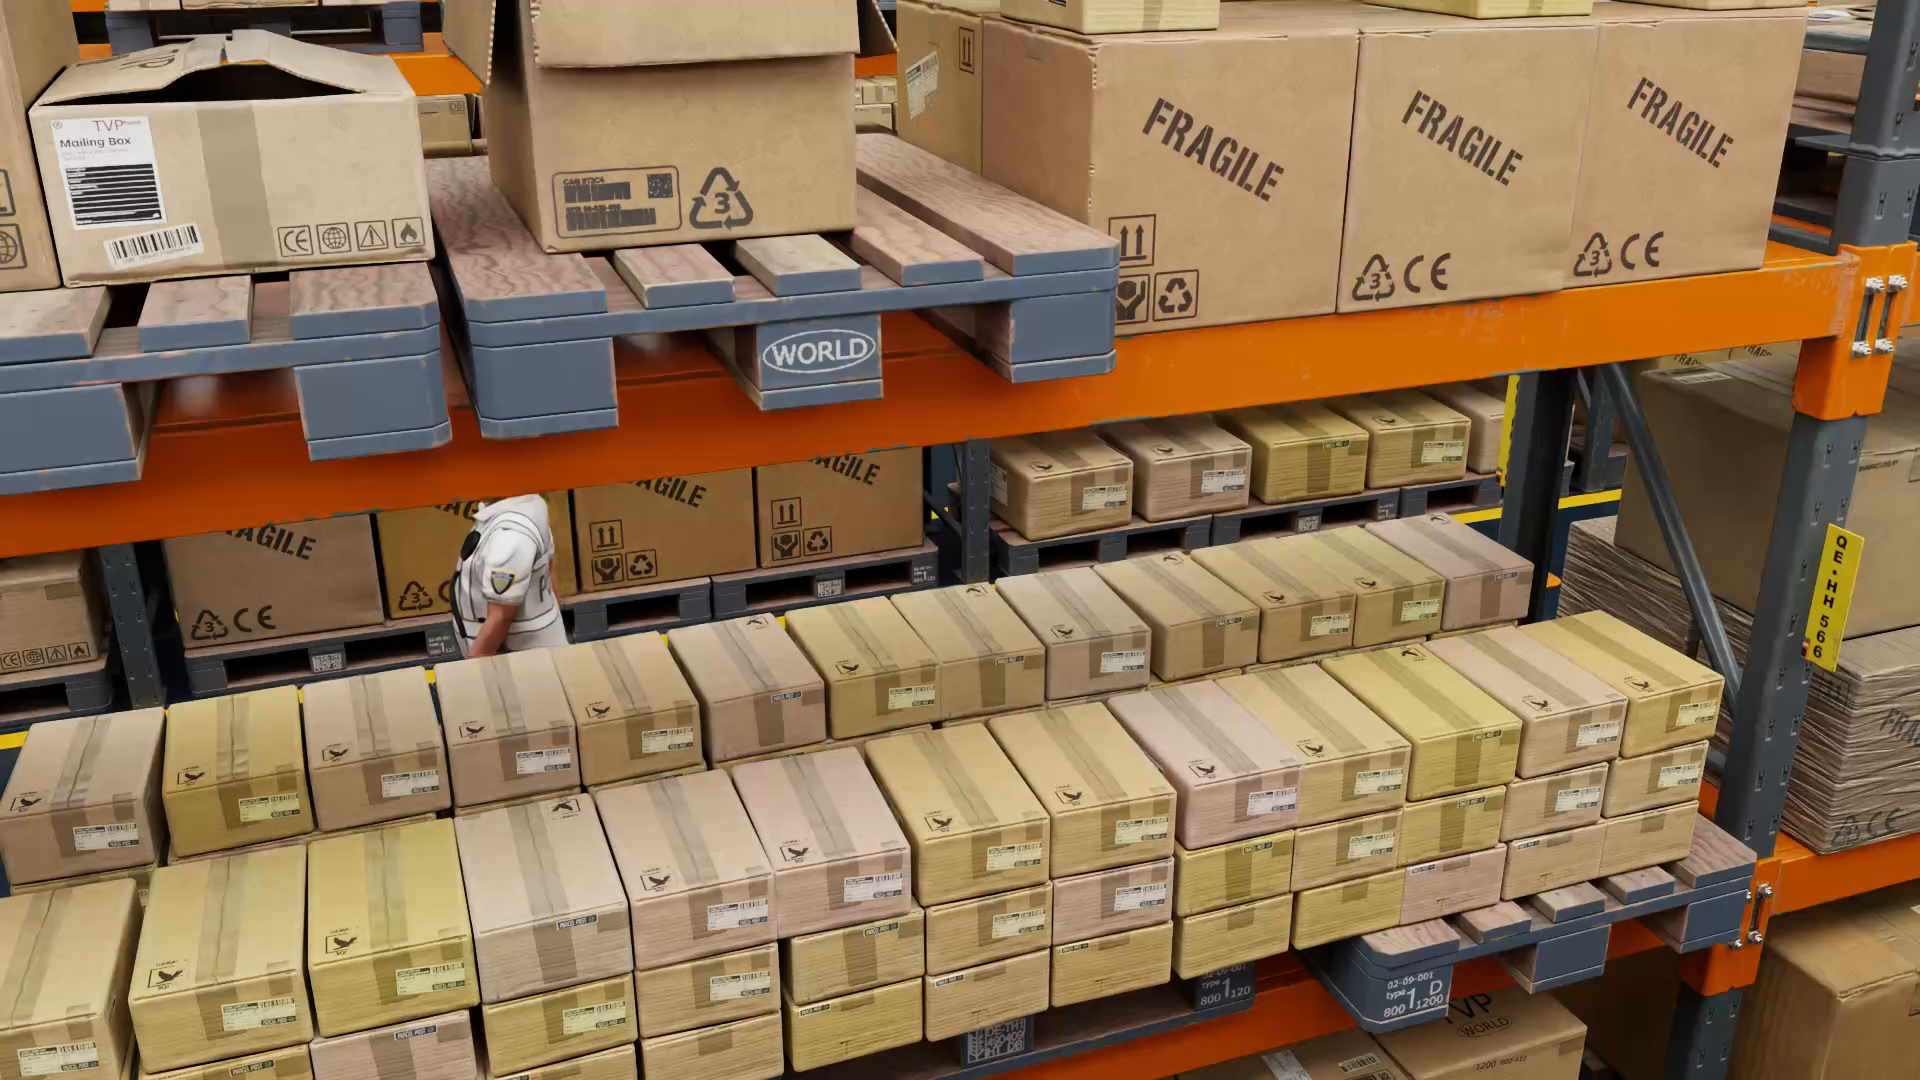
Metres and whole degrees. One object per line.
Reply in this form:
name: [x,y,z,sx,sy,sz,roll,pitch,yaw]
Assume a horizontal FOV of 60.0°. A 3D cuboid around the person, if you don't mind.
person: [-1.673,0.397,6.078,1.081,1.718,0.537,-6,23,-14]
